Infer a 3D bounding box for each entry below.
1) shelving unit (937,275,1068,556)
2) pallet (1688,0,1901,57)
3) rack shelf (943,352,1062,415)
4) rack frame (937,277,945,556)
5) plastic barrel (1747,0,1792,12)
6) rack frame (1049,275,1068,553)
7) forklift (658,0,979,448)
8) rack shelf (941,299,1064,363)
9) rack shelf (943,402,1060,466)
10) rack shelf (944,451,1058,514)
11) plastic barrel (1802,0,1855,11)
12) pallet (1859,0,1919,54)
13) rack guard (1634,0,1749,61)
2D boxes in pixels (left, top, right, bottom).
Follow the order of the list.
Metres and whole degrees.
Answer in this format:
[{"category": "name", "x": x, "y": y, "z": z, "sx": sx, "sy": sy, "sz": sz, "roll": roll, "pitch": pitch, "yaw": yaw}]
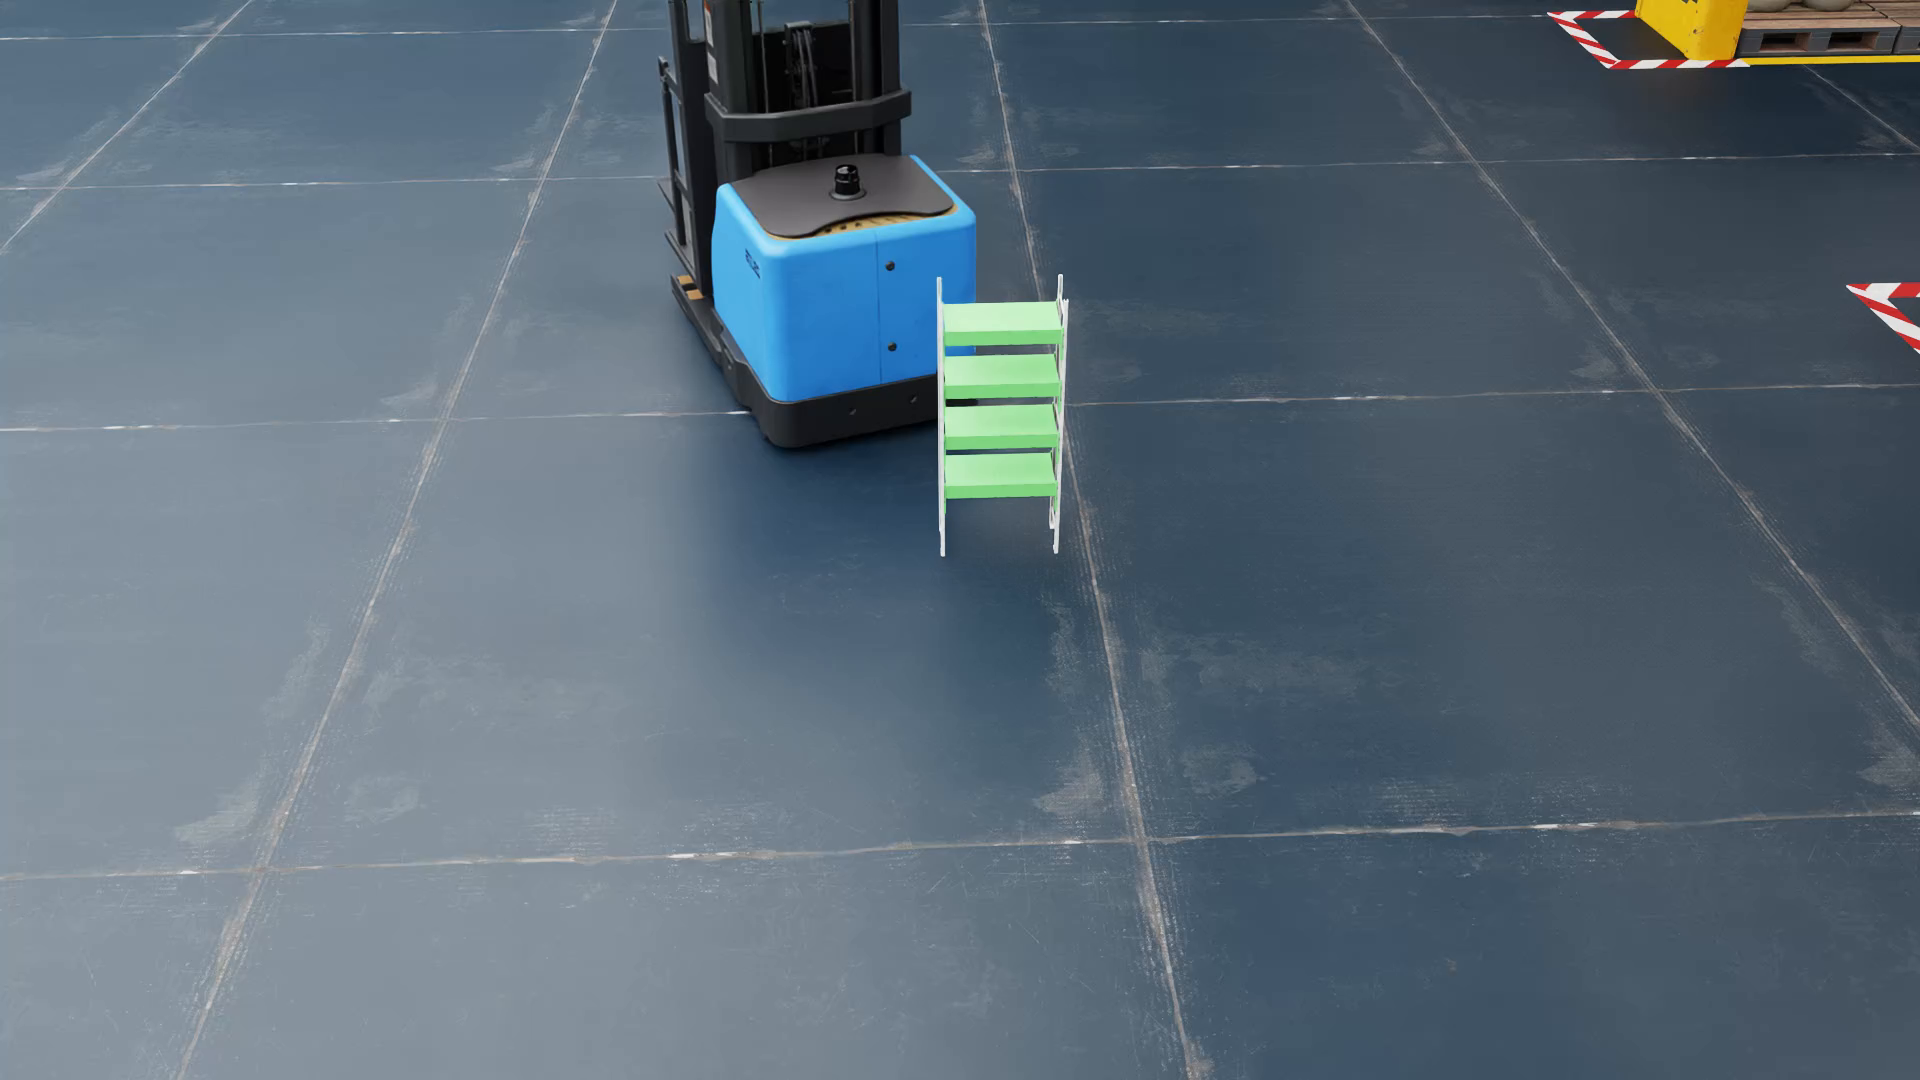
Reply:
[{"category": "shelving unit", "x": 0.165, "y": -0.498, "z": 6.915, "sx": 0.503, "sy": 1.200, "sz": 0.258, "roll": -2, "pitch": 35, "yaw": -2}, {"category": "pallet", "x": 6.419, "y": -4.023, "z": 12.877, "sx": 1.213, "sy": 0.211, "sz": 1.003, "roll": -2, "pitch": 35, "yaw": -2}, {"category": "rack shelf", "x": 0.165, "y": -0.643, "z": 6.815, "sx": 0.480, "sy": 0.148, "sz": 0.258, "roll": -2, "pitch": 35, "yaw": -2}, {"category": "rack frame", "x": -0.078, "y": -0.491, "z": 6.905, "sx": 0.015, "sy": 1.200, "sz": 0.240, "roll": -2, "pitch": 35, "yaw": -2}, {"category": "plastic barrel", "x": 6.187, "y": -4.333, "z": 12.692, "sx": 0.421, "sy": 0.512, "sz": 0.421, "roll": 0, "pitch": 35, "yaw": 0}, {"category": "rack frame", "x": 0.409, "y": -0.504, "z": 6.924, "sx": 0.015, "sy": 1.200, "sz": 0.240, "roll": -2, "pitch": 35, "yaw": -2}, {"category": "forklift", "x": -0.933, "y": -2.467, "z": 8.239, "sx": 1.130, "sy": 2.935, "sz": 3.031, "roll": -13, "pitch": 37, "yaw": -18}, {"category": "rack shelf", "x": 0.165, "y": -0.840, "z": 6.678, "sx": 0.480, "sy": 0.148, "sz": 0.258, "roll": -2, "pitch": 35, "yaw": -2}, {"category": "rack shelf", "x": 0.165, "y": -0.445, "z": 6.951, "sx": 0.480, "sy": 0.148, "sz": 0.258, "roll": -2, "pitch": 35, "yaw": -2}, {"category": "rack shelf", "x": 0.165, "y": -0.248, "z": 7.088, "sx": 0.480, "sy": 0.148, "sz": 0.258, "roll": -2, "pitch": 35, "yaw": -2}, {"category": "plastic barrel", "x": 6.688, "y": -4.346, "z": 12.711, "sx": 0.421, "sy": 0.512, "sz": 0.421, "roll": 0, "pitch": 35, "yaw": 0}, {"category": "pallet", "x": 7.634, "y": -4.054, "z": 12.922, "sx": 1.213, "sy": 0.211, "sz": 1.003, "roll": -2, "pitch": 35, "yaw": -2}, {"category": "rack guard", "x": 5.607, "y": -4.123, "z": 12.768, "sx": 0.348, "sy": 0.500, "sz": 1.175, "roll": -2, "pitch": 35, "yaw": -2}]
